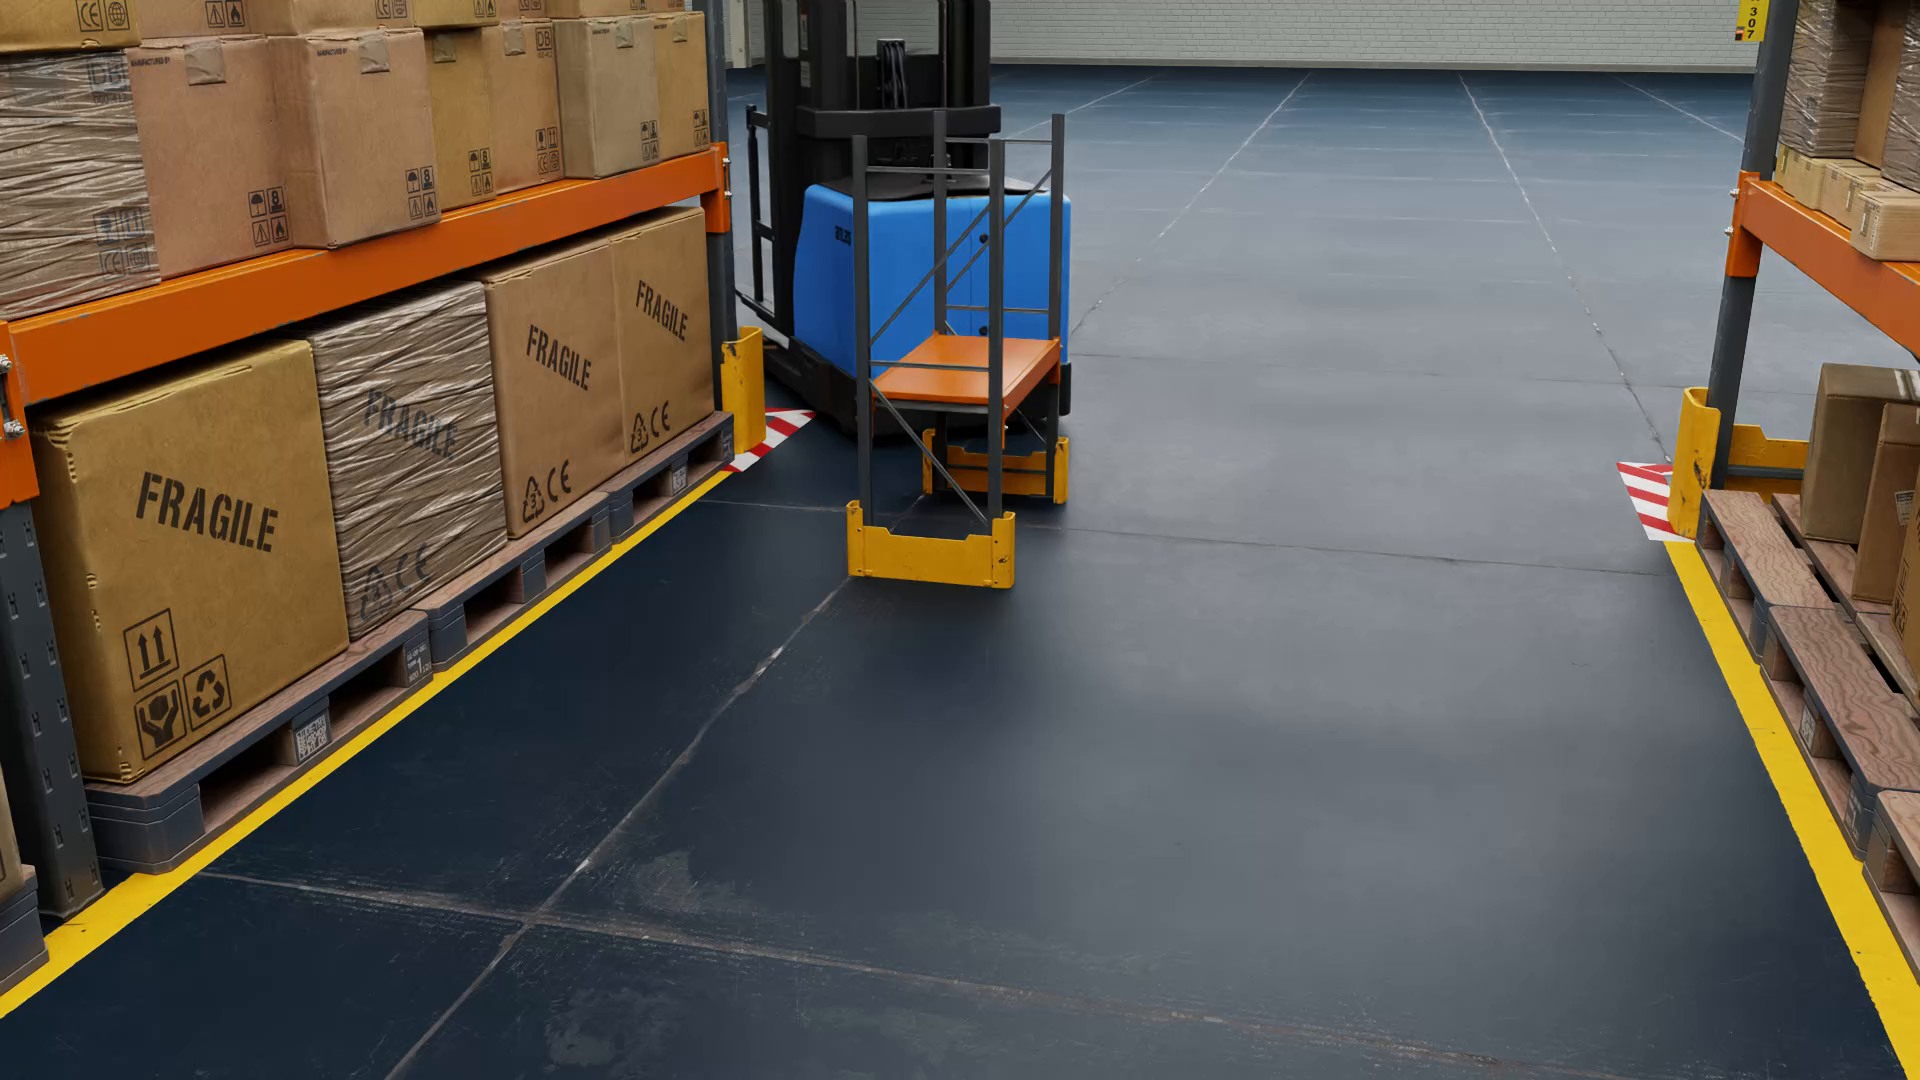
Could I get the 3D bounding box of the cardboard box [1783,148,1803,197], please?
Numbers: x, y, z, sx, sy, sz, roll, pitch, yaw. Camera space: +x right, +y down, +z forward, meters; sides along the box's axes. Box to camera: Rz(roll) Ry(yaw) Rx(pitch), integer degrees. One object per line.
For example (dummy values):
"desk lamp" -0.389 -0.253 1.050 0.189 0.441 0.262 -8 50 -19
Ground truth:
"cardboard box" 2.926 -1.191 5.423 0.380 0.149 0.250 5 19 13

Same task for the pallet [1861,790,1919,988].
"pallet" 2.459 0.902 3.219 1.003 0.211 1.213 5 19 13

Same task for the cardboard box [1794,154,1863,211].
"cardboard box" 2.850 -1.114 5.198 0.380 0.149 0.250 5 19 13

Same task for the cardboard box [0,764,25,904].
"cardboard box" -2.521 0.440 3.089 1.050 0.750 0.750 5 19 13

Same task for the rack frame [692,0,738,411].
"rack frame" -1.479 -1.881 7.054 1.000 3.000 0.127 5 19 13

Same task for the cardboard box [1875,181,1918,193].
"cardboard box" 2.706 -0.876 4.500 0.380 0.149 0.250 5 19 13

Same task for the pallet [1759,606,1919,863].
"pallet" 2.755 0.519 4.342 1.003 0.211 1.213 5 19 13

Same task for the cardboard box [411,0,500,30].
"cardboard box" -1.924 -1.829 4.999 0.875 0.550 0.500 5 19 13

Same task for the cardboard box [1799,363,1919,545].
"cardboard box" 3.137 -0.279 5.581 0.500 0.500 0.500 9 21 23

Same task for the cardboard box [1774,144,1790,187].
"cardboard box" 3.005 -1.268 5.648 0.380 0.149 0.250 5 19 13

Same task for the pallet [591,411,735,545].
"pallet" -1.598 -0.305 6.753 1.003 0.211 1.213 5 19 13

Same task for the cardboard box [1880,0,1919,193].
"cardboard box" 2.975 -1.156 4.316 0.875 0.500 0.500 5 19 13

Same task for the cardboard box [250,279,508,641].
"cardboard box" -2.018 -0.295 5.048 0.875 0.875 0.875 5 19 14

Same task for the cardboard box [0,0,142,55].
"cardboard box" -2.333 -1.322 3.515 0.875 0.550 0.550 5 19 13

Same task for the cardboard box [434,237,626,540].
"cardboard box" -1.793 -0.581 5.884 0.875 0.875 0.875 4 19 13

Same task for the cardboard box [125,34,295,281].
"cardboard box" -2.265 -0.989 4.210 0.875 0.550 0.550 5 19 13

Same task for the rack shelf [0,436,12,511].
"rack shelf" -2.945 0.340 1.664 1.077 0.370 4.000 5 19 13

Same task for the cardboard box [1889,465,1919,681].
"cardboard box" 2.853 0.106 4.455 0.500 0.500 0.500 7 20 18

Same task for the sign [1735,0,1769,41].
"sign" 2.780 -1.910 5.800 0.100 0.325 0.005 5 19 13

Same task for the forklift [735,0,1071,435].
"forklift" -0.502 -2.286 8.345 1.130 2.935 3.031 -7 20 -20

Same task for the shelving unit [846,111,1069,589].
"shelving unit" 0.019 -0.734 6.015 0.587 1.500 1.083 5 19 13

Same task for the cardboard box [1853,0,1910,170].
"cardboard box" 3.139 -1.309 4.765 0.875 0.500 0.500 5 19 13

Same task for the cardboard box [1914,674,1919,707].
"cardboard box" 2.673 0.277 3.953 0.500 0.500 0.500 3 19 9

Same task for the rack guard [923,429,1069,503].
"rack guard" 0.140 -0.298 6.674 0.587 0.250 0.087 5 19 13

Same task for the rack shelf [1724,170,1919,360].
"rack shelf" 2.817 -0.490 4.095 1.077 0.370 4.000 5 19 13

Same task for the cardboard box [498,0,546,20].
"cardboard box" -1.921 -2.005 5.515 0.875 0.550 0.550 5 19 13

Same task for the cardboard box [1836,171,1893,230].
"cardboard box" 2.741 -0.956 4.736 0.380 0.149 0.250 5 19 13

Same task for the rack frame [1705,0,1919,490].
"rack frame" 3.306 -1.458 5.814 1.000 3.000 0.127 5 19 13

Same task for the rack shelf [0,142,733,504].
"rack shelf" -1.968 -0.914 5.335 1.077 0.370 4.000 5 19 13

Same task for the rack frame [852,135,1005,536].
"rack frame" -0.103 -0.577 5.557 0.500 1.500 0.032 5 19 13

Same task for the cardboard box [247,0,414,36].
"cardboard box" -2.046 -1.662 4.510 0.875 0.550 0.550 5 19 13

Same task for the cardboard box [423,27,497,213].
"cardboard box" -1.987 -1.323 5.188 0.875 0.550 0.500 5 19 13

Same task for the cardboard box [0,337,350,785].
"cardboard box" -2.235 -0.012 4.220 0.875 0.875 0.875 5 19 14

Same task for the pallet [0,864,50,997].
"pallet" -2.572 0.940 3.108 1.003 0.211 1.213 5 19 13

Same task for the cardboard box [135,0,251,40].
"cardboard box" -2.311 -1.504 4.047 0.875 0.550 0.550 5 19 13

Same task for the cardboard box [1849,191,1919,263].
"cardboard box" 2.545 -0.806 4.294 0.380 0.149 0.250 5 19 13

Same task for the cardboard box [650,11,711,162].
"cardboard box" -1.526 -1.832 6.679 0.875 0.550 0.550 5 19 13

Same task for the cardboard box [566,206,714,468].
"cardboard box" -1.580 -0.856 6.692 0.875 0.875 0.875 5 19 14

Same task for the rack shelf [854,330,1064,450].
"rack shelf" 0.021 -0.566 6.082 0.538 0.185 1.000 5 19 13

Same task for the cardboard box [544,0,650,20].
"cardboard box" -1.652 -2.170 5.997 0.875 0.550 0.550 5 19 13

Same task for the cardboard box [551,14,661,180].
"cardboard box" -1.639 -1.658 6.169 0.875 0.550 0.550 5 19 13

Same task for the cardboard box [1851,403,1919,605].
"cardboard box" 3.024 -0.089 5.025 0.500 0.500 0.500 10 21 28

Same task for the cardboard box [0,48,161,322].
"cardboard box" -2.378 -0.815 3.700 0.875 0.550 0.550 5 19 13

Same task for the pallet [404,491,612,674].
"pallet" -1.898 0.077 5.637 1.003 0.211 1.213 5 19 13

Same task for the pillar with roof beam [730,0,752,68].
"pillar with roof beam" -0.657 -14.386 34.383 9.100 9.000 0.400 5 19 13

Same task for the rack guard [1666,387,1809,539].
"rack guard" 3.288 -0.251 6.149 1.175 0.500 0.348 5 19 13

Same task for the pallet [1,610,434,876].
"pallet" -2.194 0.460 4.514 1.003 0.211 1.213 5 19 13

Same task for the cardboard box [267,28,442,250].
"cardboard box" -2.019 -1.149 4.679 0.875 0.550 0.550 5 19 13

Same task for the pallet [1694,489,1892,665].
"pallet" 3.055 0.138 5.458 1.003 0.211 1.213 5 19 13

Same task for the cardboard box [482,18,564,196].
"cardboard box" -1.897 -1.492 5.684 0.875 0.550 0.550 5 19 13

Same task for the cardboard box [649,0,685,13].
"cardboard box" -1.607 -2.350 6.523 0.875 0.550 0.550 5 19 13

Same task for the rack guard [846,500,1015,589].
"rack guard" -0.103 0.014 5.760 0.587 0.250 0.087 5 19 13

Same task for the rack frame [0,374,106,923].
"rack frame" -2.456 -0.627 3.383 1.000 3.000 0.127 5 19 13

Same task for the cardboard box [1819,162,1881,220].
"cardboard box" 2.809 -1.034 4.963 0.380 0.149 0.250 5 19 13

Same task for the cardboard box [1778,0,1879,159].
"cardboard box" 3.145 -1.475 5.252 0.875 0.500 0.500 5 19 13

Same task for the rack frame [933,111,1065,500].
"rack frame" 0.145 -0.896 6.490 0.500 1.500 0.032 5 19 13

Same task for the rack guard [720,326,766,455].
"rack guard" -1.473 -0.706 7.480 1.175 0.500 0.348 5 19 13
